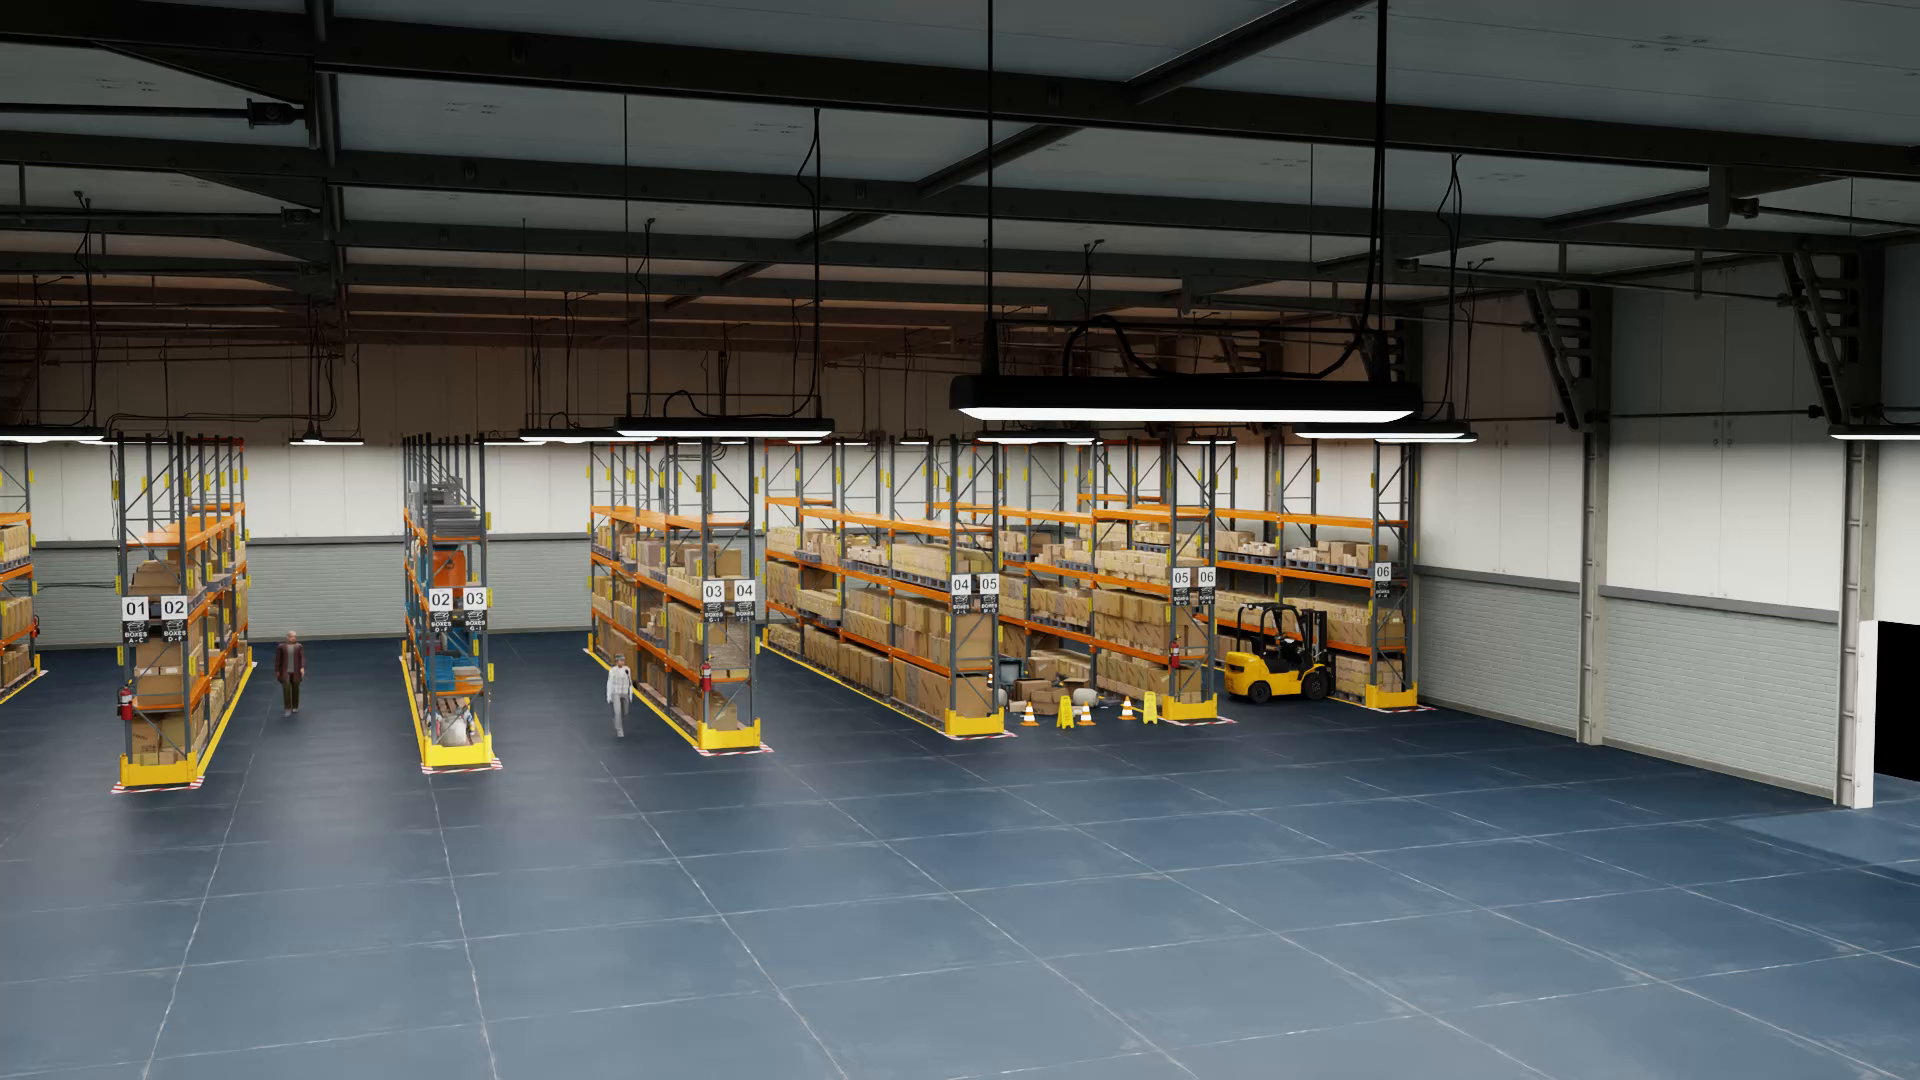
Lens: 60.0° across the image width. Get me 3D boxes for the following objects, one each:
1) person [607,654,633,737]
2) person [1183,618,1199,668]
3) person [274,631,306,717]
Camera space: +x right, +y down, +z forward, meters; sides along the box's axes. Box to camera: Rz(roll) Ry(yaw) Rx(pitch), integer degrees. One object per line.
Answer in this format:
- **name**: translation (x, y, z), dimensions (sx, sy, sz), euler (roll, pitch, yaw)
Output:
- **person**: translation (-6.791, 3.061, 33.157), dimensions (0.516, 1.633, 0.929), euler (-2, 4, -36)
- **person**: translation (5.544, 2.718, 39.630), dimensions (0.504, 1.729, 0.579), euler (-1, 3, -25)
- **person**: translation (-14.372, 2.871, 35.737), dimensions (0.620, 1.794, 0.800), euler (-2, 4, -30)
